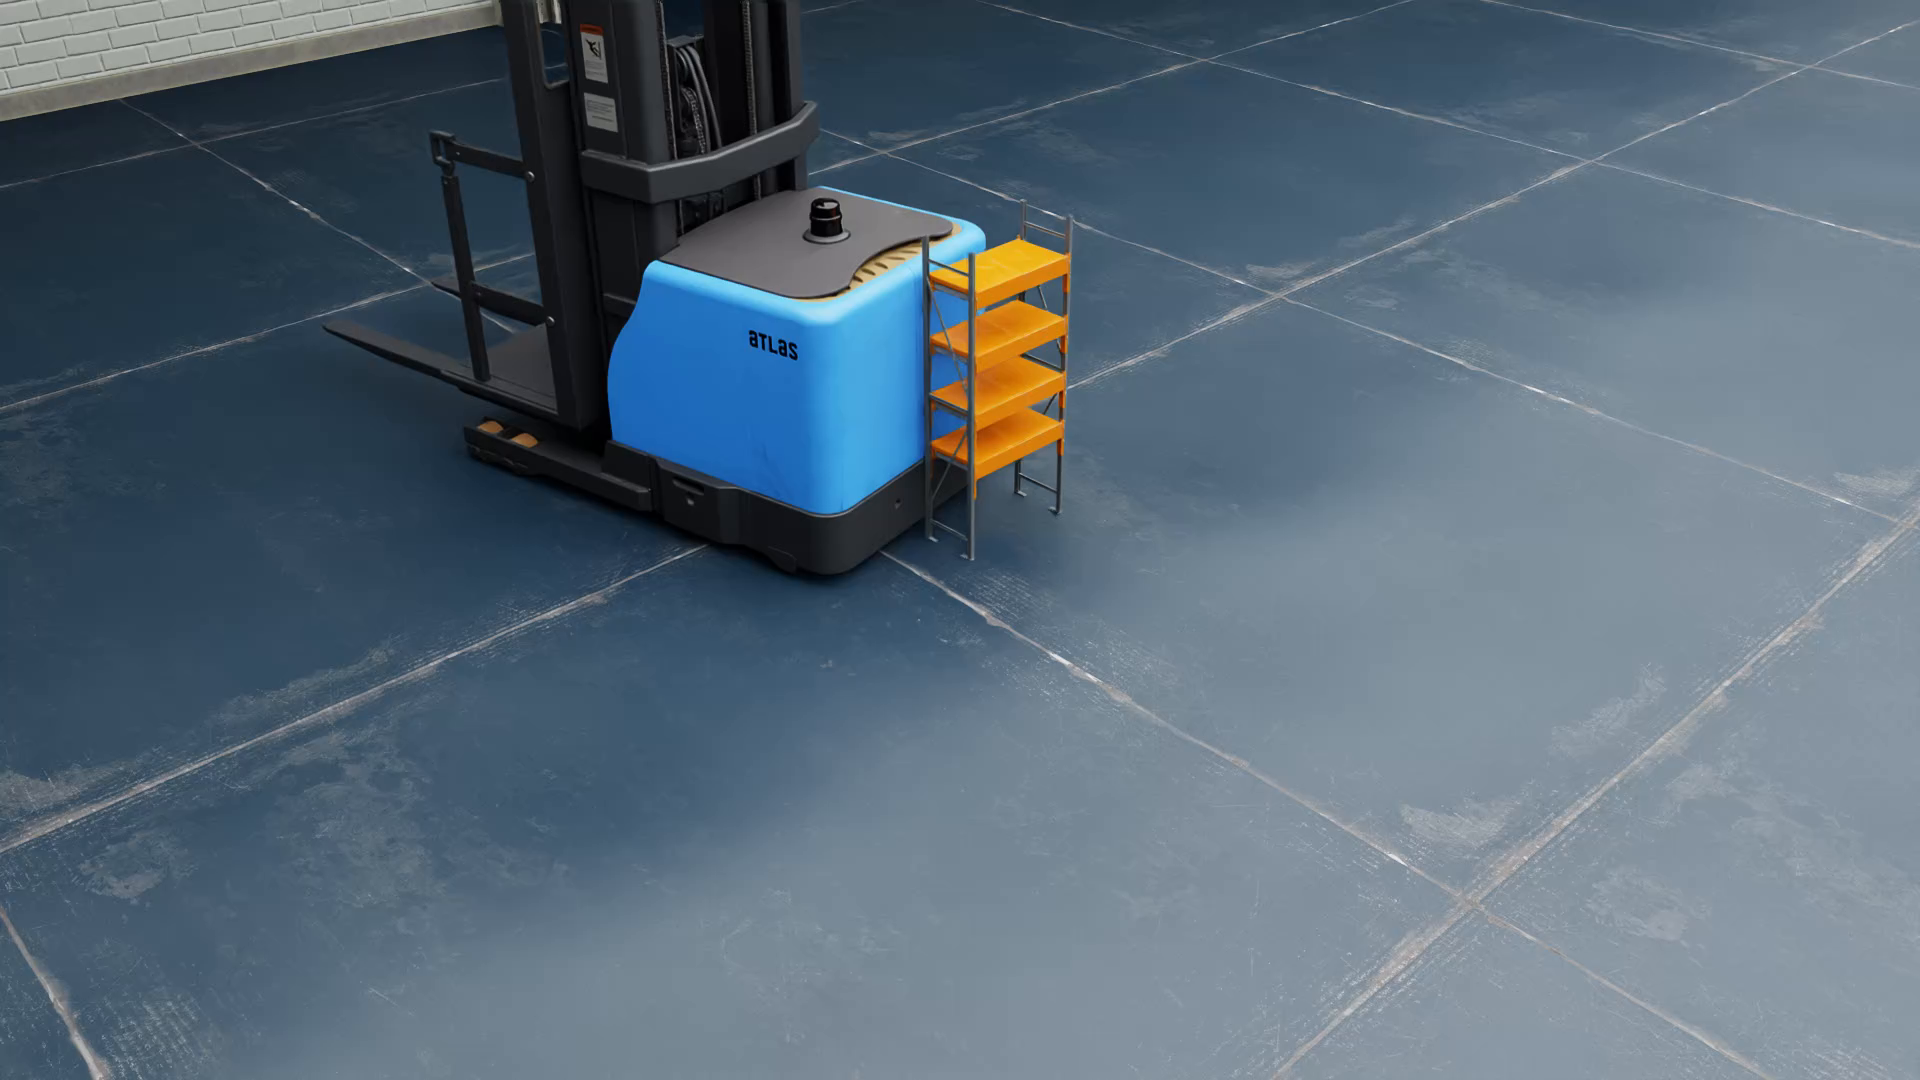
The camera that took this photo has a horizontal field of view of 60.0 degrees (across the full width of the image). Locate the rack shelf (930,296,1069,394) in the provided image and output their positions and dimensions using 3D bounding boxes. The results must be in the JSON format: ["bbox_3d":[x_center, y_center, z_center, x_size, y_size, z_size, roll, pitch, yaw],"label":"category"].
[{"bbox_3d":[0.133,-0.702,5.948,0.258,0.148,0.480,27,41,37],"label":"rack shelf"}]

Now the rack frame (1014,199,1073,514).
[{"bbox_3d":[0.304,-0.659,6.178,0.240,1.200,0.015,27,41,37],"label":"rack frame"}]

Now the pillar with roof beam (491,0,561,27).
[{"bbox_3d":[-0.378,-6.145,7.673,0.400,9.000,9.100,-26,40,-35],"label":"pillar with roof beam"}]

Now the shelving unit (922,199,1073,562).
[{"bbox_3d":[0.133,-0.568,6.029,0.258,1.200,0.503,27,41,37],"label":"shelving unit"}]

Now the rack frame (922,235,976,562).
[{"bbox_3d":[-0.039,-0.478,5.881,0.240,1.200,0.015,27,41,37],"label":"rack frame"}]

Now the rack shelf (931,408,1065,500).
[{"bbox_3d":[0.133,-0.342,6.168,0.258,0.148,0.480,27,41,37],"label":"rack shelf"}]

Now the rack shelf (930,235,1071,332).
[{"bbox_3d":[0.133,-0.904,5.824,0.258,0.148,0.480,27,41,37],"label":"rack shelf"}]

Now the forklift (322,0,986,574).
[{"bbox_3d":[-1.396,-1.715,6.245,3.031,2.935,1.130,20,36,29],"label":"forklift"}]

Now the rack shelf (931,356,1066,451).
[{"bbox_3d":[0.133,-0.511,6.065,0.258,0.148,0.480,27,41,37],"label":"rack shelf"}]
